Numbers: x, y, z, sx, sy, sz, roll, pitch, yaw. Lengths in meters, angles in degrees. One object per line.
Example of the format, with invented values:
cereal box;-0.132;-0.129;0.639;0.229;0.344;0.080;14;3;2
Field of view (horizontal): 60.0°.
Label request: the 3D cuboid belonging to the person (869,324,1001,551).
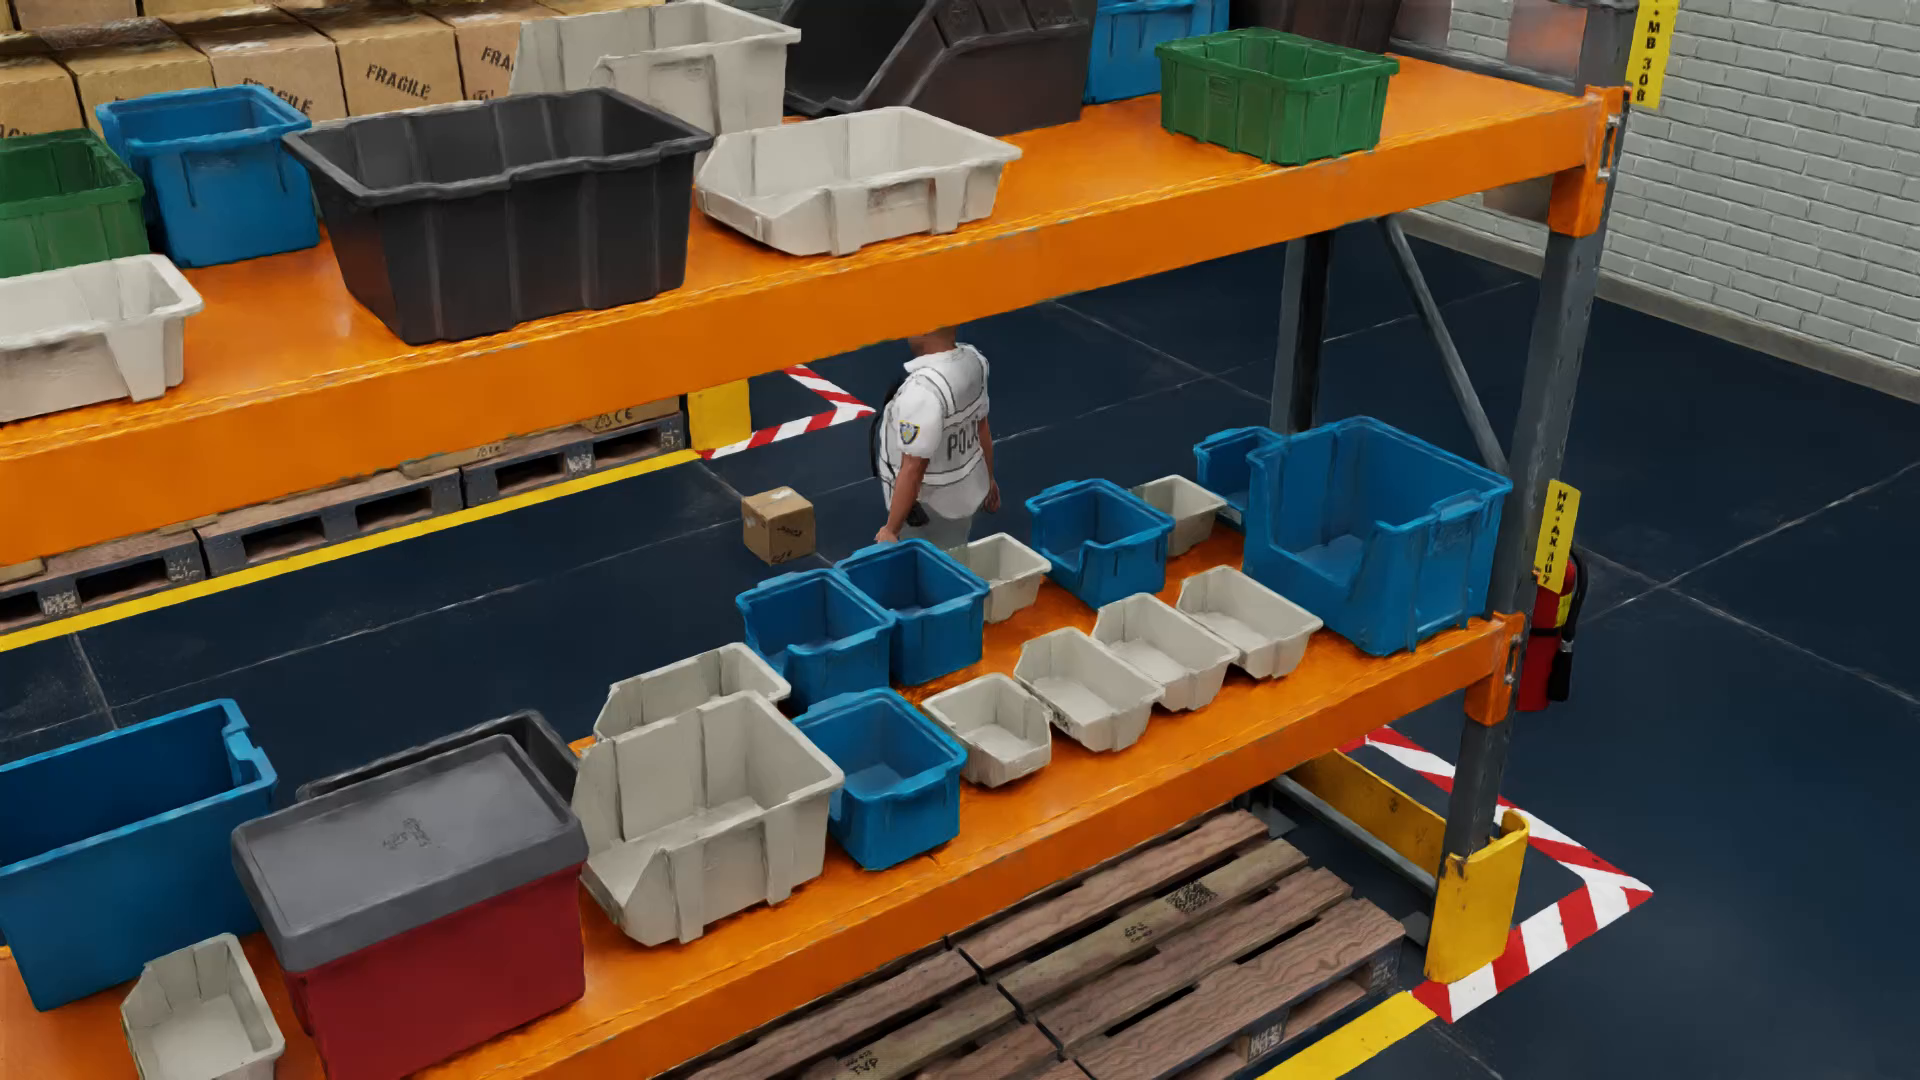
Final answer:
person;-0.077;-0.131;6.349;0.587;1.752;0.711;8;29;15
